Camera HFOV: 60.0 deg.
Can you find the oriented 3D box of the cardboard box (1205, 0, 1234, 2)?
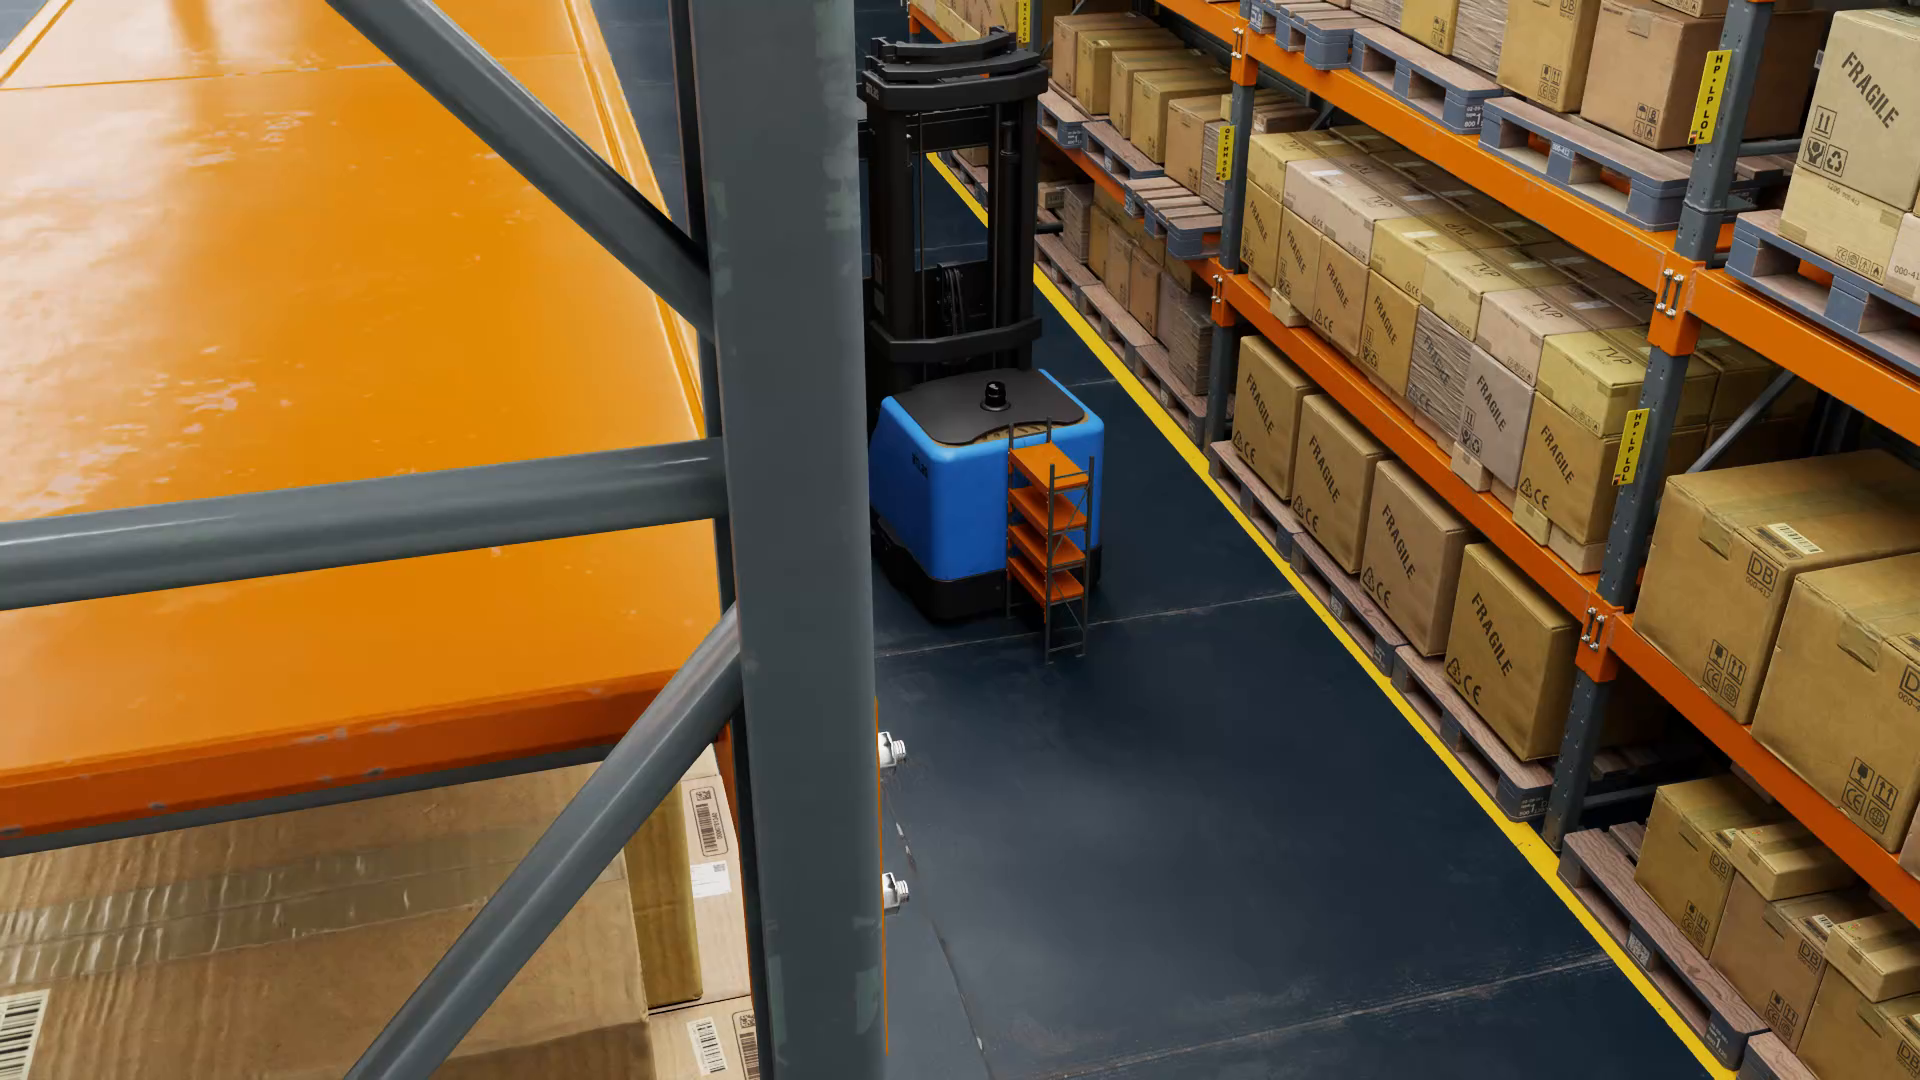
[{"bbox_3d":[1.647,-3.486,10.084,0.500,0.311,0.500,-8,31,-13],"label":"cardboard box"}]

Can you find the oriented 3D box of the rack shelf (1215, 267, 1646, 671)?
[{"bbox_3d":[2.629,-0.629,8.791,1.077,0.370,4.000,-8,31,-13],"label":"rack shelf"}]

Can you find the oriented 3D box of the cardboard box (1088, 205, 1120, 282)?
[{"bbox_3d":[1.434,-2.350,13.103,0.700,0.500,0.500,-8,31,-14],"label":"cardboard box"}]

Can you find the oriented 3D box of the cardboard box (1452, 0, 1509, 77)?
[{"bbox_3d":[2.751,-2.456,7.697,0.700,0.500,0.500,-8,31,-13],"label":"cardboard box"}]

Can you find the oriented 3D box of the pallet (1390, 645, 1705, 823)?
[{"bbox_3d":[2.883,0.870,8.267,1.003,0.211,1.213,-8,31,-13],"label":"pallet"}]

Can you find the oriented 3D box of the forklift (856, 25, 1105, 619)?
[{"bbox_3d":[-0.248,-1.558,9.747,1.130,2.935,3.031,-12,32,-20],"label":"forklift"}]

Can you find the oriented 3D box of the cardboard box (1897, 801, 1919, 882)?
[{"bbox_3d":[3.680,0.864,5.195,0.980,0.700,0.700,-9,31,-16],"label":"cardboard box"}]

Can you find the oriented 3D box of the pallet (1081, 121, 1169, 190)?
[{"bbox_3d":[1.534,-2.773,11.970,1.003,0.211,1.213,-8,31,-13],"label":"pallet"}]

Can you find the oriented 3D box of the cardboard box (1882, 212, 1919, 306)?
[{"bbox_3d":[3.211,-0.815,5.032,0.500,0.250,0.500,-9,31,-14],"label":"cardboard box"}]

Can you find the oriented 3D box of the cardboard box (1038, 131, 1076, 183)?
[{"bbox_3d":[0.723,-3.442,14.990,0.500,0.500,0.500,-10,32,-17],"label":"cardboard box"}]

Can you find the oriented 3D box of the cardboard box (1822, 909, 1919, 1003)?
[{"bbox_3d":[3.314,1.462,5.889,0.380,0.149,0.250,-9,31,-15],"label":"cardboard box"}]

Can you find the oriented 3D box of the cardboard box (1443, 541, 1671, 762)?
[{"bbox_3d":[2.862,0.478,7.888,0.750,0.750,0.750,-7,31,-13],"label":"cardboard box"}]

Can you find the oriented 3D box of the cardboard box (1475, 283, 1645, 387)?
[{"bbox_3d":[2.663,-0.919,7.409,0.500,0.250,0.500,-7,31,-12],"label":"cardboard box"}]

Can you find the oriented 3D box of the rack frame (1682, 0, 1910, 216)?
[{"bbox_3d":[3.160,-2.570,5.439,1.000,3.000,0.127,-8,31,-13],"label":"rack frame"}]

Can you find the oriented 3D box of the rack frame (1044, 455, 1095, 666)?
[{"bbox_3d":[0.559,0.121,8.574,0.240,1.200,0.015,-12,32,-20],"label":"rack frame"}]

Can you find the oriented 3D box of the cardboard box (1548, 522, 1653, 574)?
[{"bbox_3d":[2.798,0.001,7.217,0.380,0.149,0.250,-8,31,-13],"label":"cardboard box"}]

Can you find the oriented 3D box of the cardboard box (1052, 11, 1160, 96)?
[{"bbox_3d":[1.139,-3.821,13.049,0.700,0.500,0.500,-8,31,-13],"label":"cardboard box"}]

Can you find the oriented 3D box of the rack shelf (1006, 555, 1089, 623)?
[{"bbox_3d":[0.463,0.239,8.901,0.258,0.148,0.480,-12,32,-20],"label":"rack shelf"}]

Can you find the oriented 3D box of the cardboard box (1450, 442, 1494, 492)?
[{"bbox_3d":[2.556,-0.369,7.855,0.380,0.149,0.250,-8,31,-13],"label":"cardboard box"}]

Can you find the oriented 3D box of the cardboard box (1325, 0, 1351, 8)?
[{"bbox_3d":[2.280,-3.216,9.009,0.700,0.500,0.500,-10,32,-17],"label":"cardboard box"}]

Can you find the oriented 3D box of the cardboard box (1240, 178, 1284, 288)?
[{"bbox_3d":[1.981,-1.818,9.711,0.500,0.500,0.500,-7,31,-12],"label":"cardboard box"}]

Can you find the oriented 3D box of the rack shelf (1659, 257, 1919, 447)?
[{"bbox_3d":[3.691,0.005,4.702,1.077,0.370,4.000,-8,31,-13],"label":"rack shelf"}]

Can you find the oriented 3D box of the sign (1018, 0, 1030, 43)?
[{"bbox_3d":[0.516,-4.137,13.269,0.100,0.325,0.005,-8,31,-13],"label":"sign"}]

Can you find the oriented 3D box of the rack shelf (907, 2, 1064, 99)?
[{"bbox_3d":[0.506,-4.492,15.466,1.077,0.370,4.000,-8,31,-13],"label":"rack shelf"}]

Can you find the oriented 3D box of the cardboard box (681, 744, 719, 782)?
[{"bbox_3d":[-0.703,0.403,2.947,0.500,0.250,0.500,-8,31,-13],"label":"cardboard box"}]

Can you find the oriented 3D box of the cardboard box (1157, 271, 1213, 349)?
[{"bbox_3d":[1.833,-1.619,11.841,0.700,0.500,0.500,-8,31,-13],"label":"cardboard box"}]

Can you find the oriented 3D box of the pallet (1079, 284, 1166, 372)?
[{"bbox_3d":[1.572,-1.665,12.646,1.003,0.211,1.213,-8,31,-13],"label":"pallet"}]

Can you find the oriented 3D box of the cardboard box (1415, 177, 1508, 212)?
[{"bbox_3d":[2.736,-1.728,8.806,0.500,0.250,0.500,-9,31,-15],"label":"cardboard box"}]

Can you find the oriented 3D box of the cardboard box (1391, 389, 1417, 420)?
[{"bbox_3d":[2.443,-0.749,8.511,0.380,0.149,0.250,-7,31,-12],"label":"cardboard box"}]

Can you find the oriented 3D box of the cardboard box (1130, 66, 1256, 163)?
[{"bbox_3d":[1.612,-2.964,11.569,0.700,0.500,0.500,-8,31,-13],"label":"cardboard box"}]

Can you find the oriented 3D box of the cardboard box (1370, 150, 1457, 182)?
[{"bbox_3d":[2.603,-1.976,9.235,0.500,0.250,0.500,-9,31,-15],"label":"cardboard box"}]

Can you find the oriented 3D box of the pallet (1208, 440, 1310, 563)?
[{"bbox_3d":[2.235,-0.308,10.303,1.003,0.211,1.213,-8,31,-13],"label":"pallet"}]

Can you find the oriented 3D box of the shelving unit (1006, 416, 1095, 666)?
[{"bbox_3d":[0.463,0.009,8.768,0.258,1.200,0.503,-12,32,-20],"label":"shelving unit"}]

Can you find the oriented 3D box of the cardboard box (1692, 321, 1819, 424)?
[{"bbox_3d":[3.289,-0.736,7.093,0.500,0.250,0.500,-7,31,-12],"label":"cardboard box"}]

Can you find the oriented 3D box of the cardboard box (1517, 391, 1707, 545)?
[{"bbox_3d":[2.795,-0.344,7.164,0.500,0.500,0.500,-8,31,-14],"label":"cardboard box"}]

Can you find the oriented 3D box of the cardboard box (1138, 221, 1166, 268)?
[{"bbox_3d":[1.625,-2.211,12.114,0.500,0.250,0.500,-8,31,-14],"label":"cardboard box"}]

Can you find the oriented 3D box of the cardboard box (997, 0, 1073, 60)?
[{"bbox_3d":[0.613,-4.293,13.785,0.500,0.500,0.500,-8,31,-13],"label":"cardboard box"}]

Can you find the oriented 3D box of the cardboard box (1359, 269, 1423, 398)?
[{"bbox_3d":[2.387,-1.073,8.425,0.500,0.500,0.500,-7,31,-12],"label":"cardboard box"}]

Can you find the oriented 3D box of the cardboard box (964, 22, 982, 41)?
[{"bbox_3d":[0.346,-4.453,14.809,0.500,0.250,0.500,-8,31,-14],"label":"cardboard box"}]

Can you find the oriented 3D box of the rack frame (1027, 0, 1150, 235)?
[{"bbox_3d":[1.037,-3.838,13.617,1.000,3.000,0.127,-8,31,-13],"label":"rack frame"}]

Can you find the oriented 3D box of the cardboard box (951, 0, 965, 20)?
[{"bbox_3d":[0.213,-5.029,15.057,0.500,0.500,0.500,-7,31,-12],"label":"cardboard box"}]

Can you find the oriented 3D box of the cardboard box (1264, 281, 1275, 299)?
[{"bbox_3d":[2.021,-1.493,9.797,0.380,0.149,0.250,-7,31,-13],"label":"cardboard box"}]

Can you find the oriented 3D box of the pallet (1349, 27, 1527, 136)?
[{"bbox_3d":[2.620,-2.279,8.118,1.003,0.211,1.213,-6,31,-11],"label":"pallet"}]

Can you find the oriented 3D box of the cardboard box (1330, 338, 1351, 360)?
[{"bbox_3d":[2.273,-1.124,9.160,0.380,0.149,0.250,-7,31,-12],"label":"cardboard box"}]

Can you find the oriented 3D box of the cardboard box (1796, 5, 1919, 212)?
[{"bbox_3d":[3.079,-1.375,5.250,0.500,0.500,0.500,-8,31,-14],"label":"cardboard box"}]

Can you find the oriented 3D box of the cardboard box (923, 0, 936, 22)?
[{"bbox_3d":[-0.050,-5.187,16.077,0.500,0.250,0.500,-9,31,-15],"label":"cardboard box"}]

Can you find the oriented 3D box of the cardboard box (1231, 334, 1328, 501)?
[{"bbox_3d":[2.167,-0.785,10.069,0.750,0.750,0.750,-8,31,-14],"label":"cardboard box"}]

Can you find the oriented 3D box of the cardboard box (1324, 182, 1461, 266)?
[{"bbox_3d":[2.250,-1.657,8.684,0.500,0.250,0.500,-8,31,-13],"label":"cardboard box"}]

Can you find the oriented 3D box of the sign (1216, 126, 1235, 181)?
[{"bbox_3d":[1.578,-2.296,9.877,0.100,0.325,0.005,-8,31,-13],"label":"sign"}]

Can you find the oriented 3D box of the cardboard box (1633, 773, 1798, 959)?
[{"bbox_3d":[3.260,1.301,6.815,0.700,0.500,0.500,-7,31,-13],"label":"cardboard box"}]

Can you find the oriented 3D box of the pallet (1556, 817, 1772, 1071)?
[{"bbox_3d":[3.287,1.611,6.988,1.003,0.211,1.213,-8,31,-13],"label":"pallet"}]
